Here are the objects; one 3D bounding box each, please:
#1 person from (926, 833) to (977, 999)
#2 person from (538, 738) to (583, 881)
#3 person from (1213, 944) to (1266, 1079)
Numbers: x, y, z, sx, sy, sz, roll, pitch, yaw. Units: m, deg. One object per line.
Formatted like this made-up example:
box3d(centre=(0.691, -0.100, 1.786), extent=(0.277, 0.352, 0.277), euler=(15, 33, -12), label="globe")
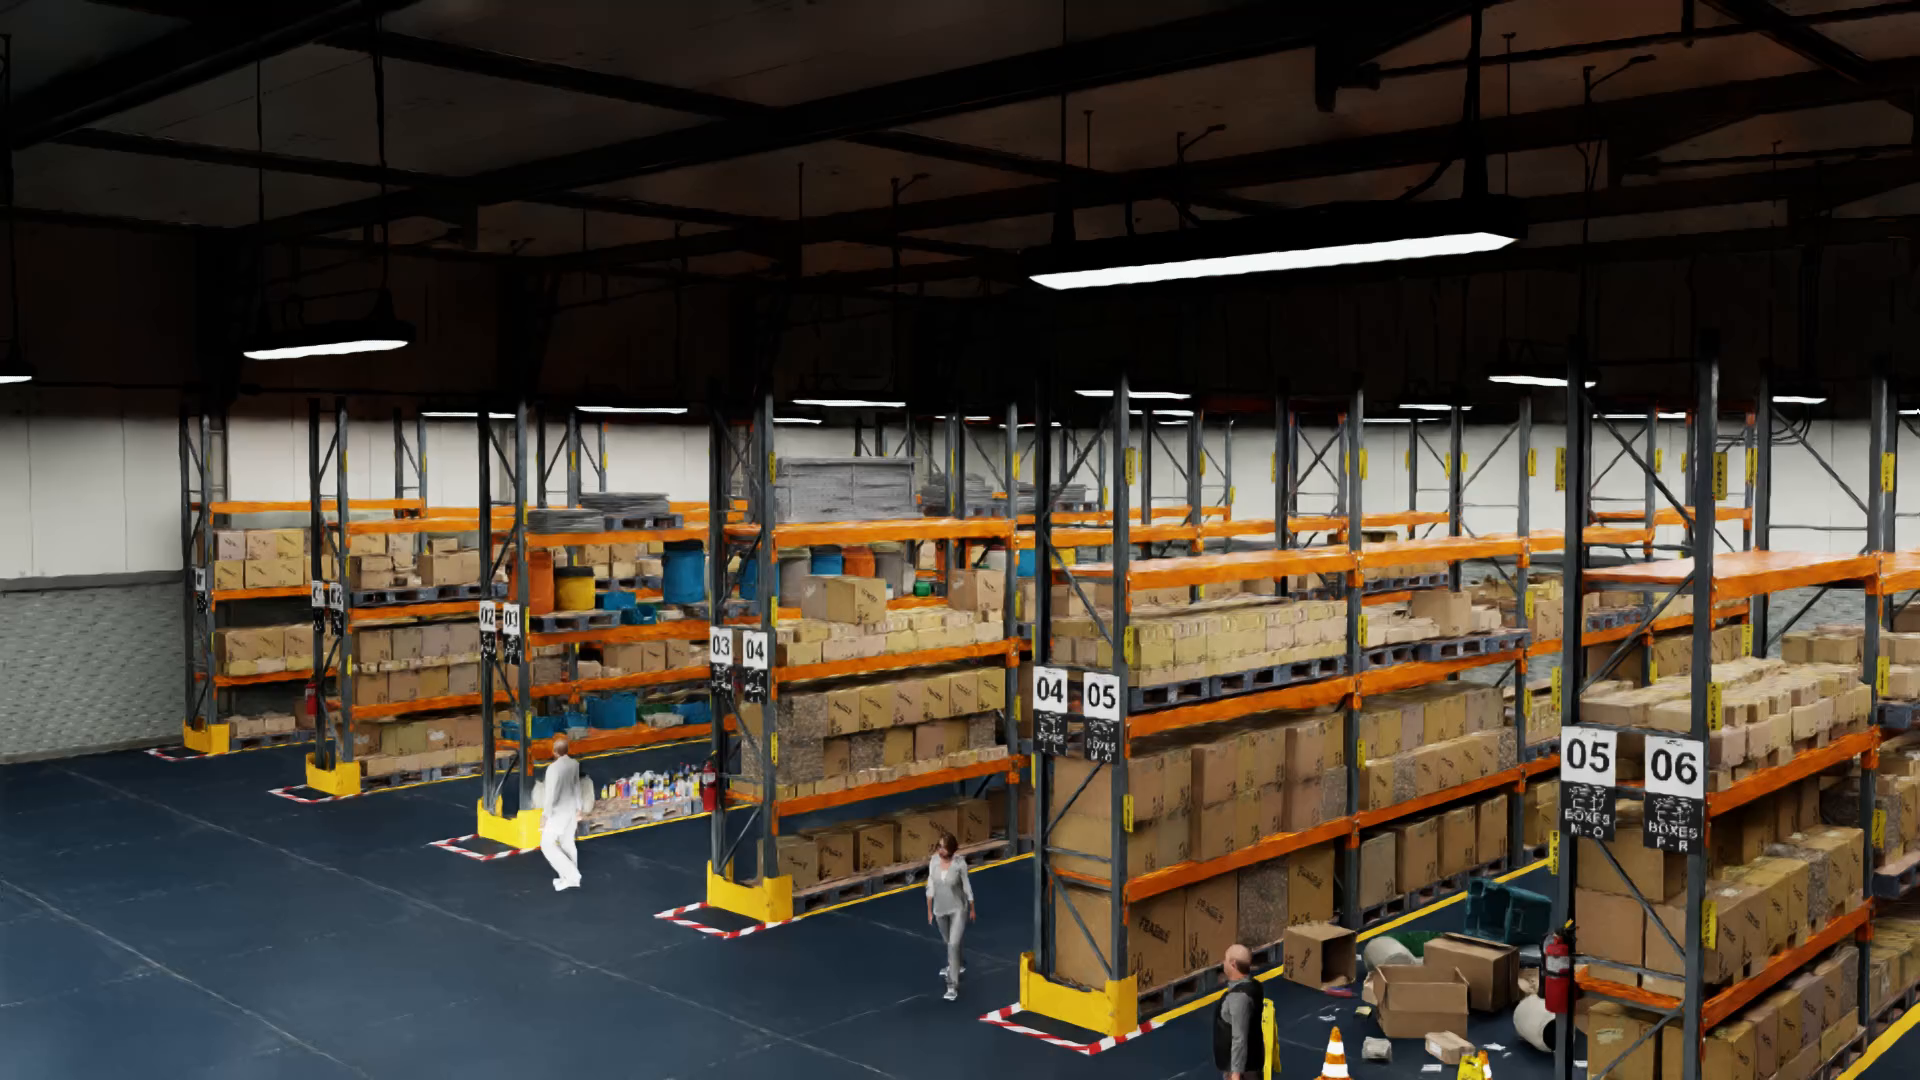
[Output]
box3d(centre=(-0.095, 3.548, 15.966), extent=(0.452, 1.534, 0.881), euler=(1, 3, 24), label="person")
box3d(centre=(-4.683, 3.191, 19.685), extent=(0.507, 1.695, 0.647), euler=(1, 3, 13), label="person")
box3d(centre=(2.030, 3.700, 11.655), extent=(0.536, 1.713, 0.628), euler=(1, 3, 16), label="person")
